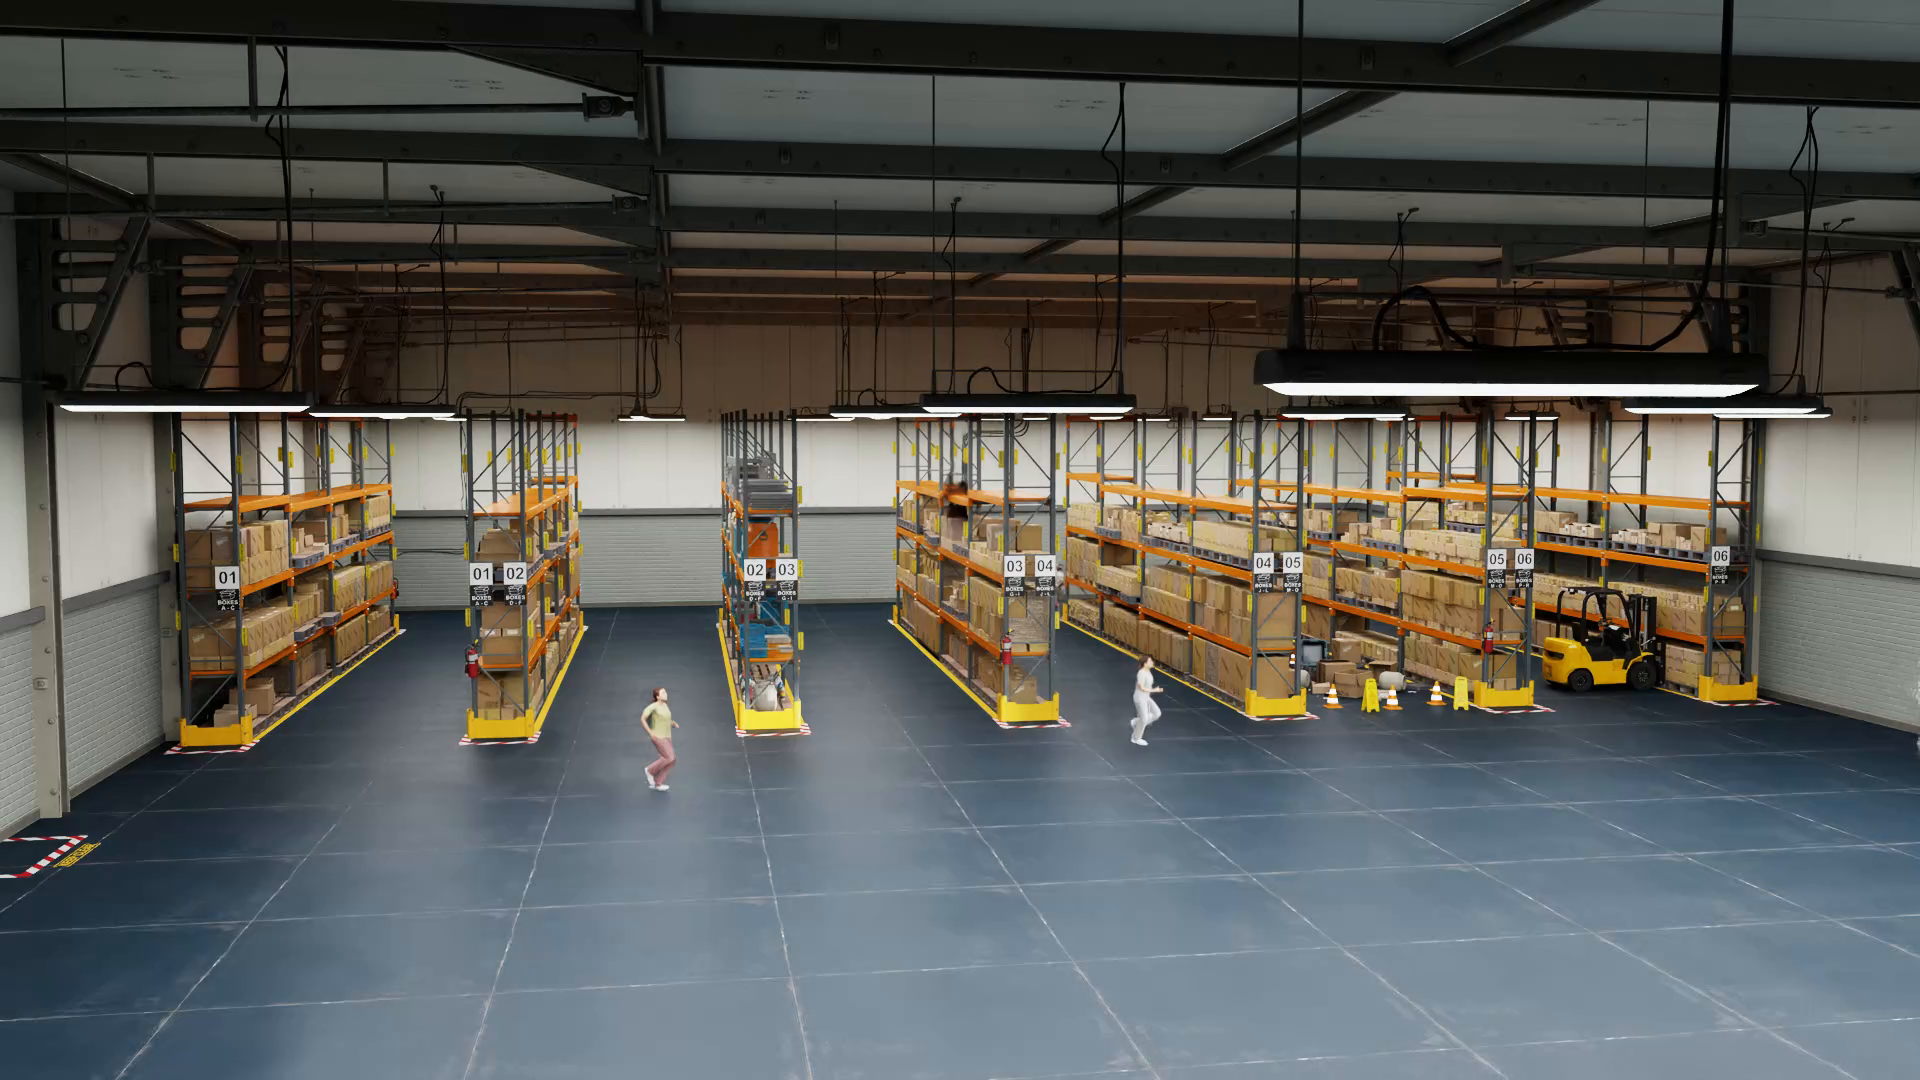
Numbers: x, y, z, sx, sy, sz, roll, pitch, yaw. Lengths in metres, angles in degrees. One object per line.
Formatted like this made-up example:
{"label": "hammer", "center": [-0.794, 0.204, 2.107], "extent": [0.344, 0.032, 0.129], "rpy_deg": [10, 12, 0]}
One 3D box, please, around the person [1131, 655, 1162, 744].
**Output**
{"label": "person", "center": [3.331, 2.847, 29.658], "extent": [0.622, 1.619, 0.603], "rpy_deg": [2, 4, 25]}

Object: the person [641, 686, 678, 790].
{"label": "person", "center": [-4.638, 3.094, 25.934], "extent": [0.519, 1.625, 0.637], "rpy_deg": [2, 4, 22]}

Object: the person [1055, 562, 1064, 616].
{"label": "person", "center": [2.857, 1.485, 49.372], "extent": [0.510, 1.682, 0.585], "rpy_deg": [-2, 4, -27]}

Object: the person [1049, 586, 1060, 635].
{"label": "person", "center": [2.460, 1.805, 45.428], "extent": [0.566, 1.562, 0.669], "rpy_deg": [-1, 4, -13]}
